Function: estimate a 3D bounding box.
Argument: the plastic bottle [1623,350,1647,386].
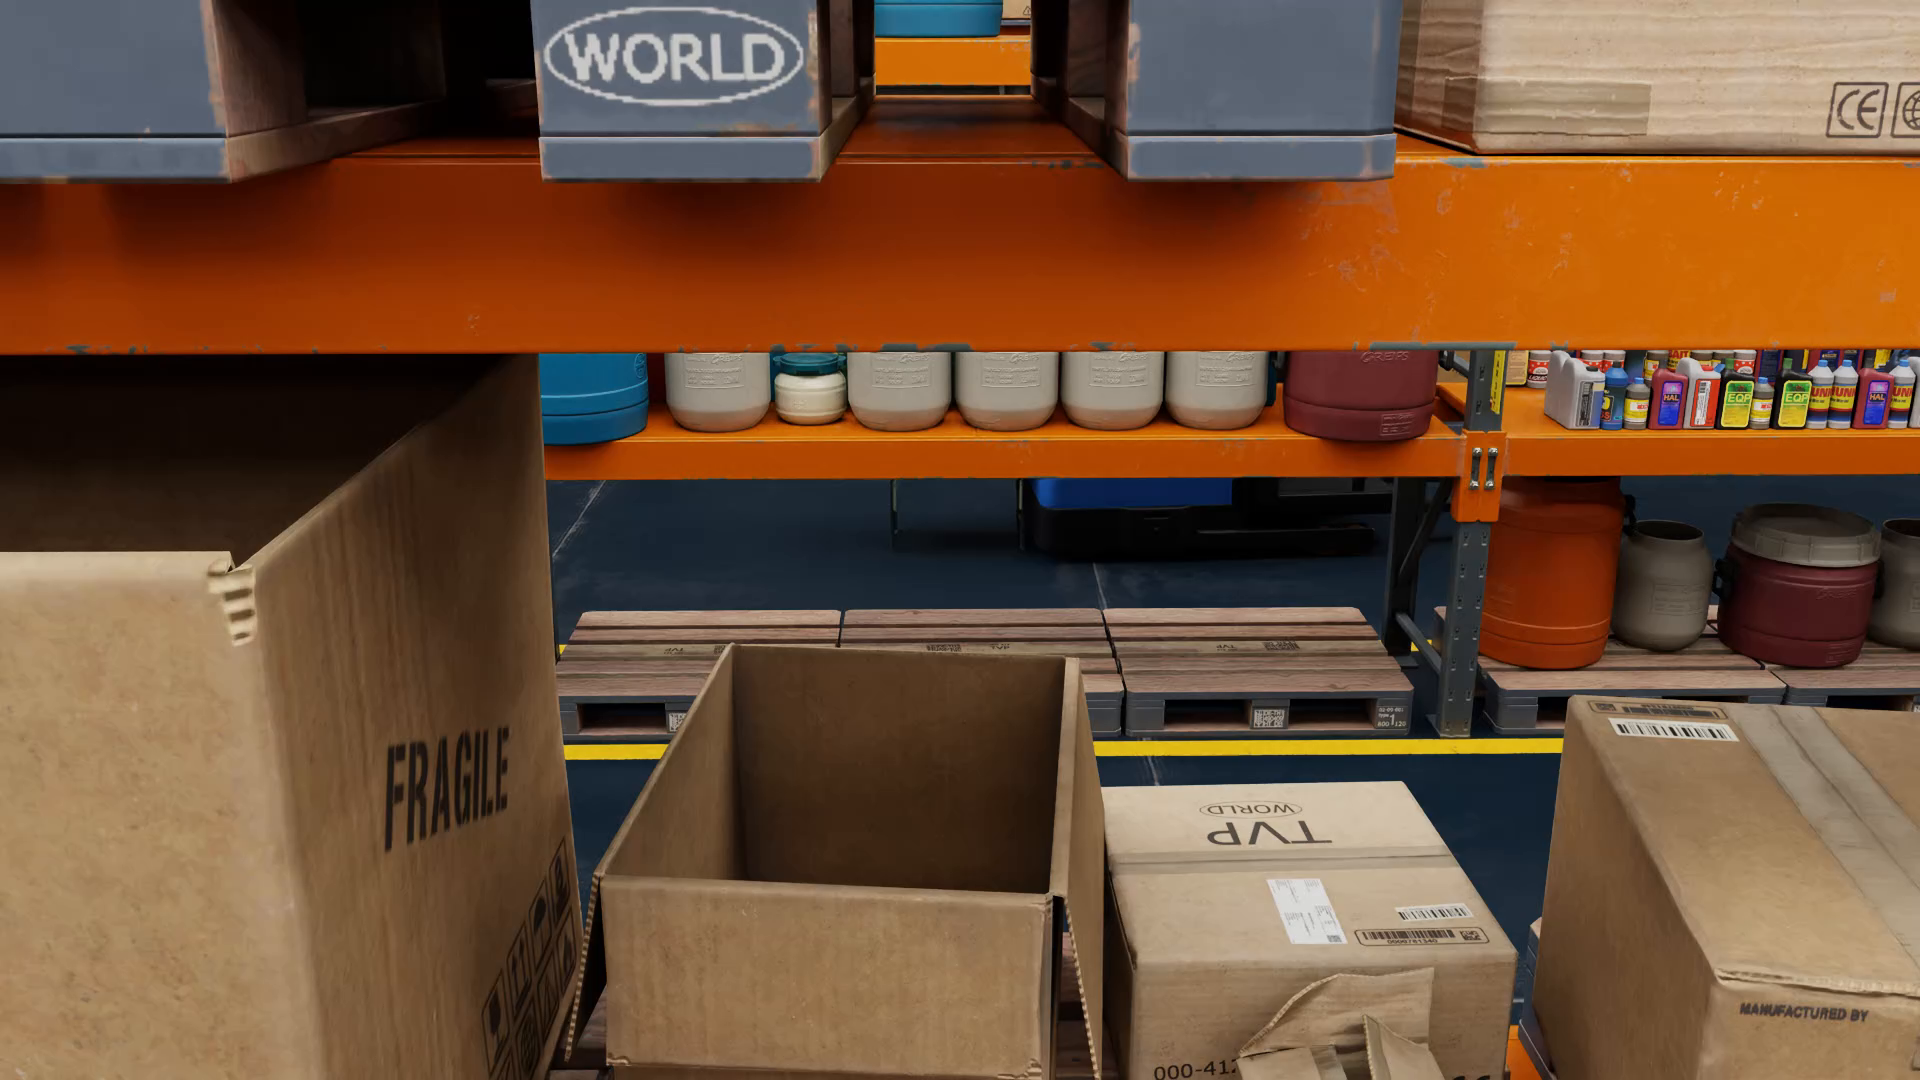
[{"bbox_3d":[3.001,-0.815,7.389,0.097,0.271,0.097,0,18,0],"label":"plastic bottle"}]

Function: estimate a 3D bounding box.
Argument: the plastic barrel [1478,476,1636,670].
[{"bbox_3d":[2.551,0.078,7.258,0.708,0.830,0.600,0,18,-1],"label":"plastic barrel"}]

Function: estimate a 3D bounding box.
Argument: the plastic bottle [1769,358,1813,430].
[{"bbox_3d":[3.328,-0.585,6.652,0.133,0.283,0.061,0,18,-1],"label":"plastic bottle"}]

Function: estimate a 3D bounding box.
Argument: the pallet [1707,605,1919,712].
[{"bbox_3d":[4.067,0.559,7.460,1.213,0.211,1.003,0,18,-1],"label":"pallet"}]

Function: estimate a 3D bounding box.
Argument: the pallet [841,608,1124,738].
[{"bbox_3d":[0.070,0.577,7.402,1.213,0.211,1.003,0,18,-1],"label":"pallet"}]

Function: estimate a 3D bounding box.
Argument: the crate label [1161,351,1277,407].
[{"bbox_3d":[1.064,-0.842,7.204,0.616,0.435,0.502,0,18,-1],"label":"crate label"}]

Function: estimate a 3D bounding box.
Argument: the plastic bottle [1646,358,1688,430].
[{"bbox_3d":[2.829,-0.583,6.645,0.133,0.283,0.061,0,18,-1],"label":"plastic bottle"}]

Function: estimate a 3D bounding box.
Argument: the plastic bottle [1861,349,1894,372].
[{"bbox_3d":[4.081,-0.851,7.371,0.185,0.351,0.144,0,18,-1],"label":"plastic bottle"}]

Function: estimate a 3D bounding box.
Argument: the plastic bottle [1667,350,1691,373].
[{"bbox_3d":[3.196,-0.816,7.392,0.097,0.271,0.097,0,18,0],"label":"plastic bottle"}]

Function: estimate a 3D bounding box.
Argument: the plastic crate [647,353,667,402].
[{"bbox_3d":[-1.458,-0.854,7.195,0.583,0.464,0.402,0,18,-1],"label":"plastic crate"}]

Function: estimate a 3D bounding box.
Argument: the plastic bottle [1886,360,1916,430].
[{"bbox_3d":[3.771,-0.587,6.678,0.097,0.271,0.097,0,18,0],"label":"plastic bottle"}]

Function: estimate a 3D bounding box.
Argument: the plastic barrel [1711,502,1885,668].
[{"bbox_3d":[3.680,0.188,7.311,0.708,0.588,0.600,0,18,-1],"label":"plastic barrel"}]

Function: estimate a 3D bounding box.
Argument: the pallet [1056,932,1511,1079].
[{"bbox_3d":[0.162,0.879,2.212,1.213,0.211,1.003,0,18,-1],"label":"pallet"}]

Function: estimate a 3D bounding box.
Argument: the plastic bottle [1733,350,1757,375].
[{"bbox_3d":[3.488,-0.784,7.407,0.097,0.201,0.097,0,18,0],"label":"plastic bottle"}]

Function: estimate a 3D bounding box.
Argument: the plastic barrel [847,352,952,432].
[{"bbox_3d":[-0.244,-0.734,6.702,0.433,0.535,0.433,0,18,0],"label":"plastic barrel"}]

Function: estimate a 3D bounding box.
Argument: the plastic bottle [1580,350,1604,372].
[{"bbox_3d":[2.806,-0.781,7.397,0.097,0.201,0.097,0,18,0],"label":"plastic bottle"}]

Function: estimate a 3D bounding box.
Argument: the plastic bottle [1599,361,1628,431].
[{"bbox_3d":[2.616,-0.582,6.661,0.097,0.271,0.097,0,18,0],"label":"plastic bottle"}]

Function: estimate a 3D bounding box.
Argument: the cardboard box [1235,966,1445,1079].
[{"bbox_3d":[0.477,0.720,1.925,0.258,0.266,0.396,-1,18,-2],"label":"cardboard box"}]

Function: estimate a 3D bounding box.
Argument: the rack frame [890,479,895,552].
[{"bbox_3d":[-0.385,-0.710,9.300,0.023,1.500,0.400,-1,17,-2],"label":"rack frame"}]

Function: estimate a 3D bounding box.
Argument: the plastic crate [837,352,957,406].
[{"bbox_3d":[-0.201,-0.722,7.234,0.662,0.188,0.450,0,18,-1],"label":"plastic crate"}]

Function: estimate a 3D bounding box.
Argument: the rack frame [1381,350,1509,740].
[{"bbox_3d":[2.062,-0.747,6.967,0.127,3.000,1.000,0,18,-1],"label":"rack frame"}]

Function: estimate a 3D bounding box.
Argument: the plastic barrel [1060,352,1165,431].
[{"bbox_3d":[0.616,-0.728,6.725,0.421,0.512,0.421,0,18,0],"label":"plastic barrel"}]

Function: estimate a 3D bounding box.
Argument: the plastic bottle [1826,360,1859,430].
[{"bbox_3d":[3.540,-0.586,6.675,0.097,0.271,0.097,0,18,0],"label":"plastic bottle"}]

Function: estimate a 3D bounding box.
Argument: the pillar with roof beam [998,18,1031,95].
[{"bbox_3d":[0.660,-5.573,12.188,0.400,9.000,9.100,0,18,-1],"label":"pillar with roof beam"}]

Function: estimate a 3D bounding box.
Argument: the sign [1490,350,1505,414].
[{"bbox_3d":[2.078,-0.657,6.418,0.005,0.325,0.100,0,18,-1],"label":"sign"}]

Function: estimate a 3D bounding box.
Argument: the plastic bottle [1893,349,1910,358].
[{"bbox_3d":[4.126,-0.777,7.269,0.097,0.271,0.097,0,18,0],"label":"plastic bottle"}]

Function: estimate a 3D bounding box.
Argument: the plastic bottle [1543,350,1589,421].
[{"bbox_3d":[2.497,-0.638,6.829,0.135,0.276,0.152,0,18,-1],"label":"plastic bottle"}]

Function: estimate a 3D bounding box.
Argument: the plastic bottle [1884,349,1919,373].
[{"bbox_3d":[3.909,-0.679,6.835,0.185,0.351,0.144,0,18,-1],"label":"plastic bottle"}]

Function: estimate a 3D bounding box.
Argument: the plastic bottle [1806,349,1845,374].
[{"bbox_3d":[3.790,-0.786,7.280,0.133,0.283,0.061,0,18,-1],"label":"plastic bottle"}]

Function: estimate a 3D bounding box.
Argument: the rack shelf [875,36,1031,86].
[{"bbox_3d":[0.062,-1.824,6.588,4.000,0.370,1.077,0,18,-1],"label":"rack shelf"}]

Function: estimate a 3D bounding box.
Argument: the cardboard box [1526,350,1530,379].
[{"bbox_3d":[3.994,-1.204,11.761,0.500,0.500,0.500,-1,18,-3],"label":"cardboard box"}]

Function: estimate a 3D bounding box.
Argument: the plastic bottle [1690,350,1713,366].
[{"bbox_3d":[3.293,-0.783,7.404,0.097,0.201,0.097,0,18,0],"label":"plastic bottle"}]

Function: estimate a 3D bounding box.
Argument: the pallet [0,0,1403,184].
[{"bbox_3d":[-0.203,-0.531,1.688,1.003,0.211,1.213,0,18,-1],"label":"pallet"}]

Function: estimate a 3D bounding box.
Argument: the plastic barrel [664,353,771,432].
[{"bbox_3d":[-0.977,-0.730,6.691,0.433,0.535,0.433,0,18,0],"label":"plastic barrel"}]

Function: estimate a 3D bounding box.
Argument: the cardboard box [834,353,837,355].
[{"bbox_3d":[-1.094,-1.325,11.664,0.500,0.311,0.500,0,18,-2],"label":"cardboard box"}]

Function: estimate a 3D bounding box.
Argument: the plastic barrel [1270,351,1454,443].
[{"bbox_3d":[1.603,-0.717,6.651,0.708,0.536,0.600,0,18,-1],"label":"plastic barrel"}]

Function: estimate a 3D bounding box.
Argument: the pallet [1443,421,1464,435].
[{"bbox_3d":[3.952,-0.929,12.100,1.213,0.211,1.003,0,18,-1],"label":"pallet"}]

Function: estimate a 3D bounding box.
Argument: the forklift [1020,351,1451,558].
[{"bbox_3d":[1.892,-1.466,9.320,3.031,2.935,1.130,-2,18,-6],"label":"forklift"}]

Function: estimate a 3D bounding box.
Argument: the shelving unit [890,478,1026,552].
[{"bbox_3d":[-0.020,-0.714,9.313,0.755,1.500,0.431,-1,17,-2],"label":"shelving unit"}]

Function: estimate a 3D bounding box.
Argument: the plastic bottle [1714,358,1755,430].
[{"bbox_3d":[3.097,-0.584,6.649,0.133,0.283,0.061,0,18,-1],"label":"plastic bottle"}]

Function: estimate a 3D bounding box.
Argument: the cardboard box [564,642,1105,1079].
[{"bbox_3d":[-0.127,0.499,2.225,0.637,0.503,0.797,2,18,5],"label":"cardboard box"}]

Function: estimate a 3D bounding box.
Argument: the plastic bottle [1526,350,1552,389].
[{"bbox_3d":[2.575,-0.780,7.394,0.097,0.201,0.097,0,18,0],"label":"plastic bottle"}]

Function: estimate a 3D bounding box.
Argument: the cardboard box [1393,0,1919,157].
[{"bbox_3d":[0.671,-0.506,1.550,0.500,0.250,0.500,0,18,1],"label":"cardboard box"}]
